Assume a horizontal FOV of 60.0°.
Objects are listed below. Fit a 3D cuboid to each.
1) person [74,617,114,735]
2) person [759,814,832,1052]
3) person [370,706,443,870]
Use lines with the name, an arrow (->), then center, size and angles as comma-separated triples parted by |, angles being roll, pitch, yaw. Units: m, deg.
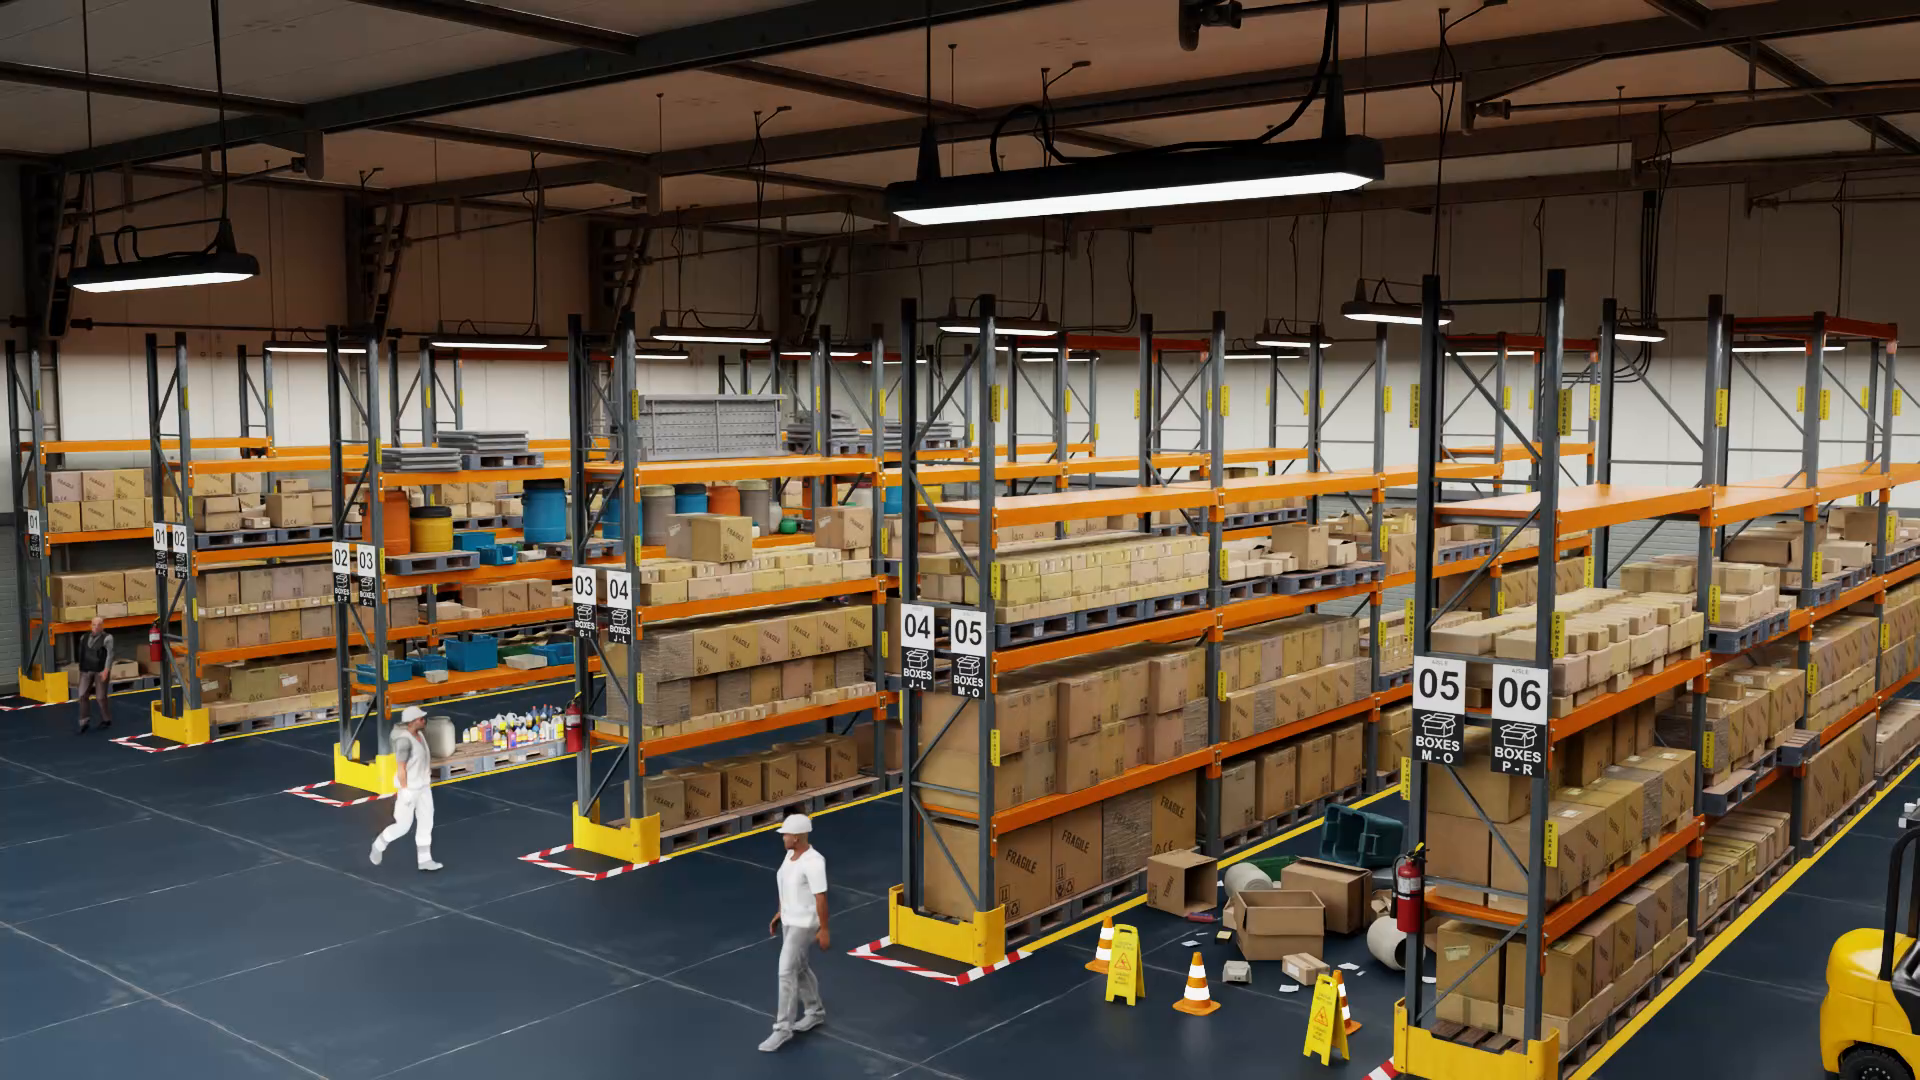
person -> -13.154, 2.062, 25.247 | 0.565, 1.772, 0.599 | 0, 5, -3
person -> -1.379, 3.088, 13.323 | 0.668, 1.763, 0.654 | -2, 6, -24
person -> -5.950, 2.660, 17.854 | 0.759, 1.787, 0.527 | 2, 6, 21
